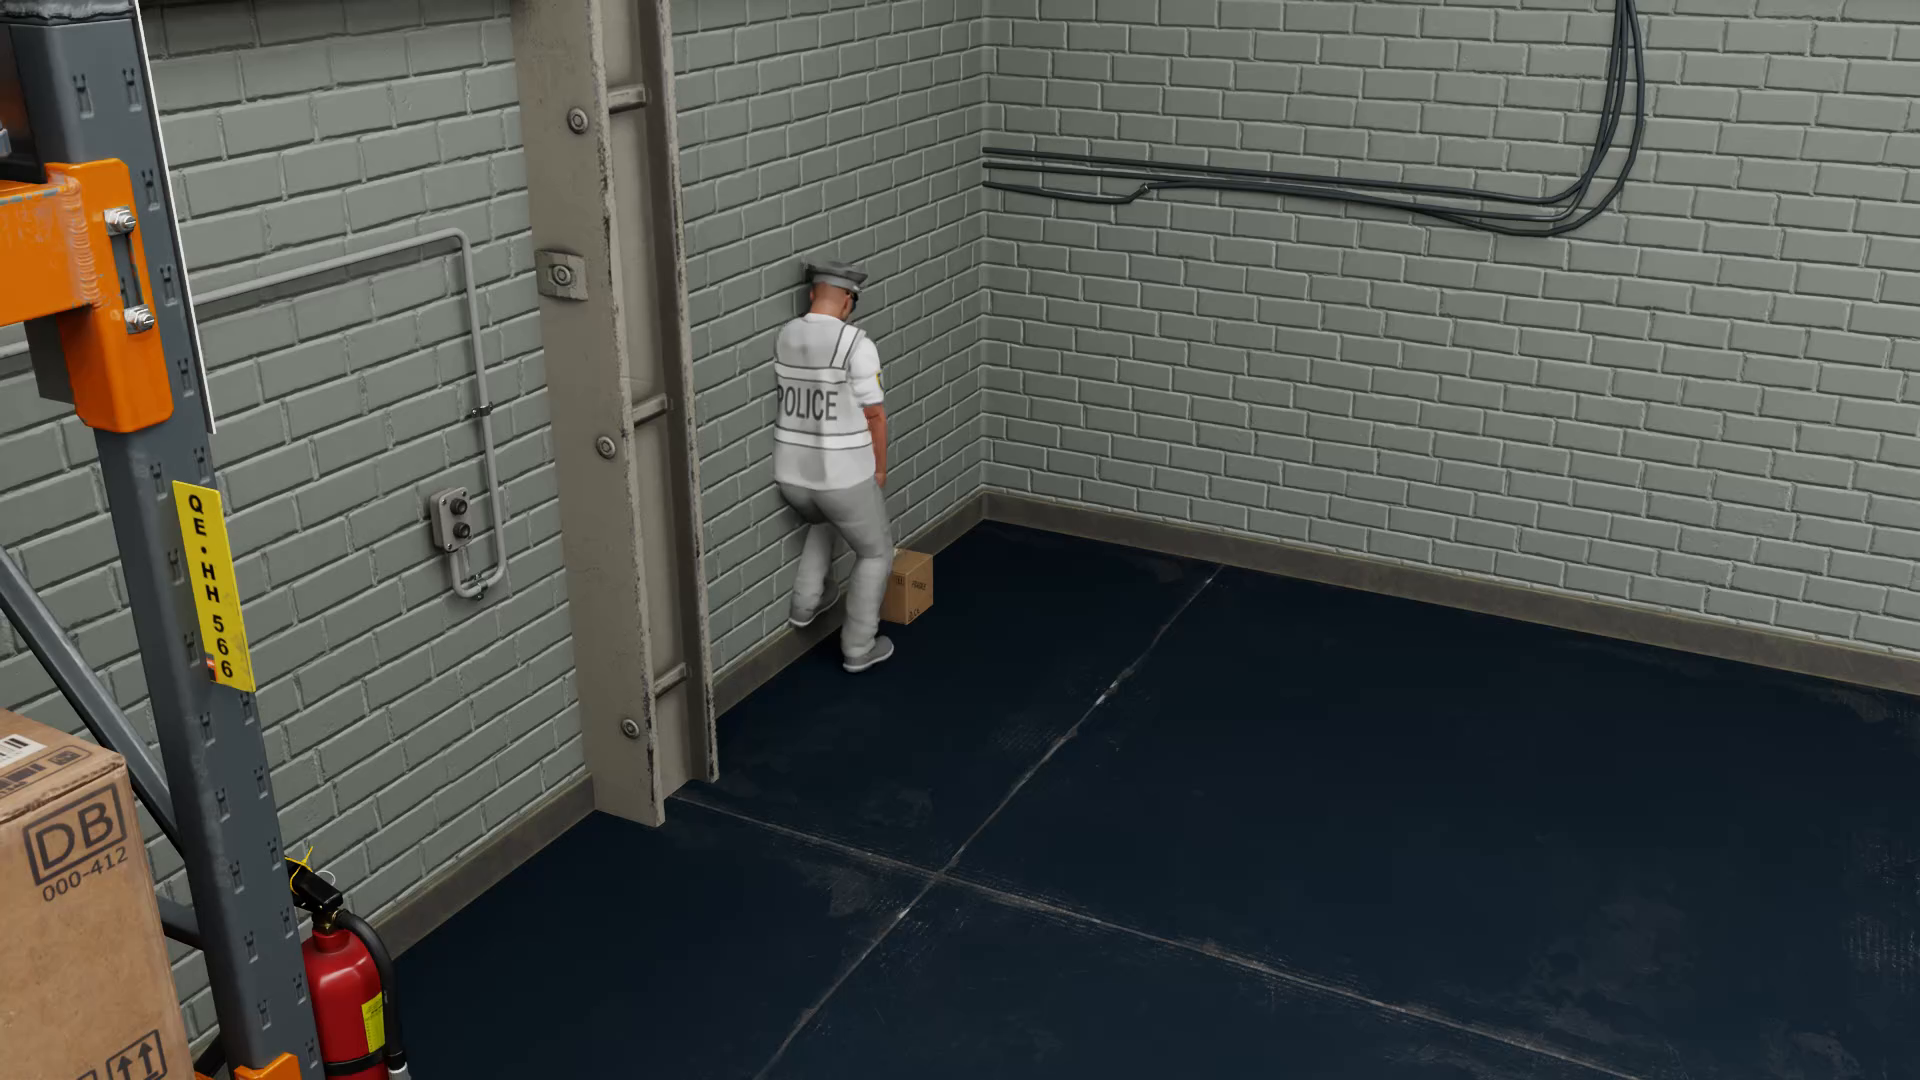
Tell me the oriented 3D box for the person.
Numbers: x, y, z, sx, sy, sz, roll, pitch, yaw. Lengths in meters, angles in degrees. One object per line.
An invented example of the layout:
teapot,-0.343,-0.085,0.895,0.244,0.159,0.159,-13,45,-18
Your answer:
person,-0.539,-0.296,6.885,0.557,1.698,0.520,12,25,26
